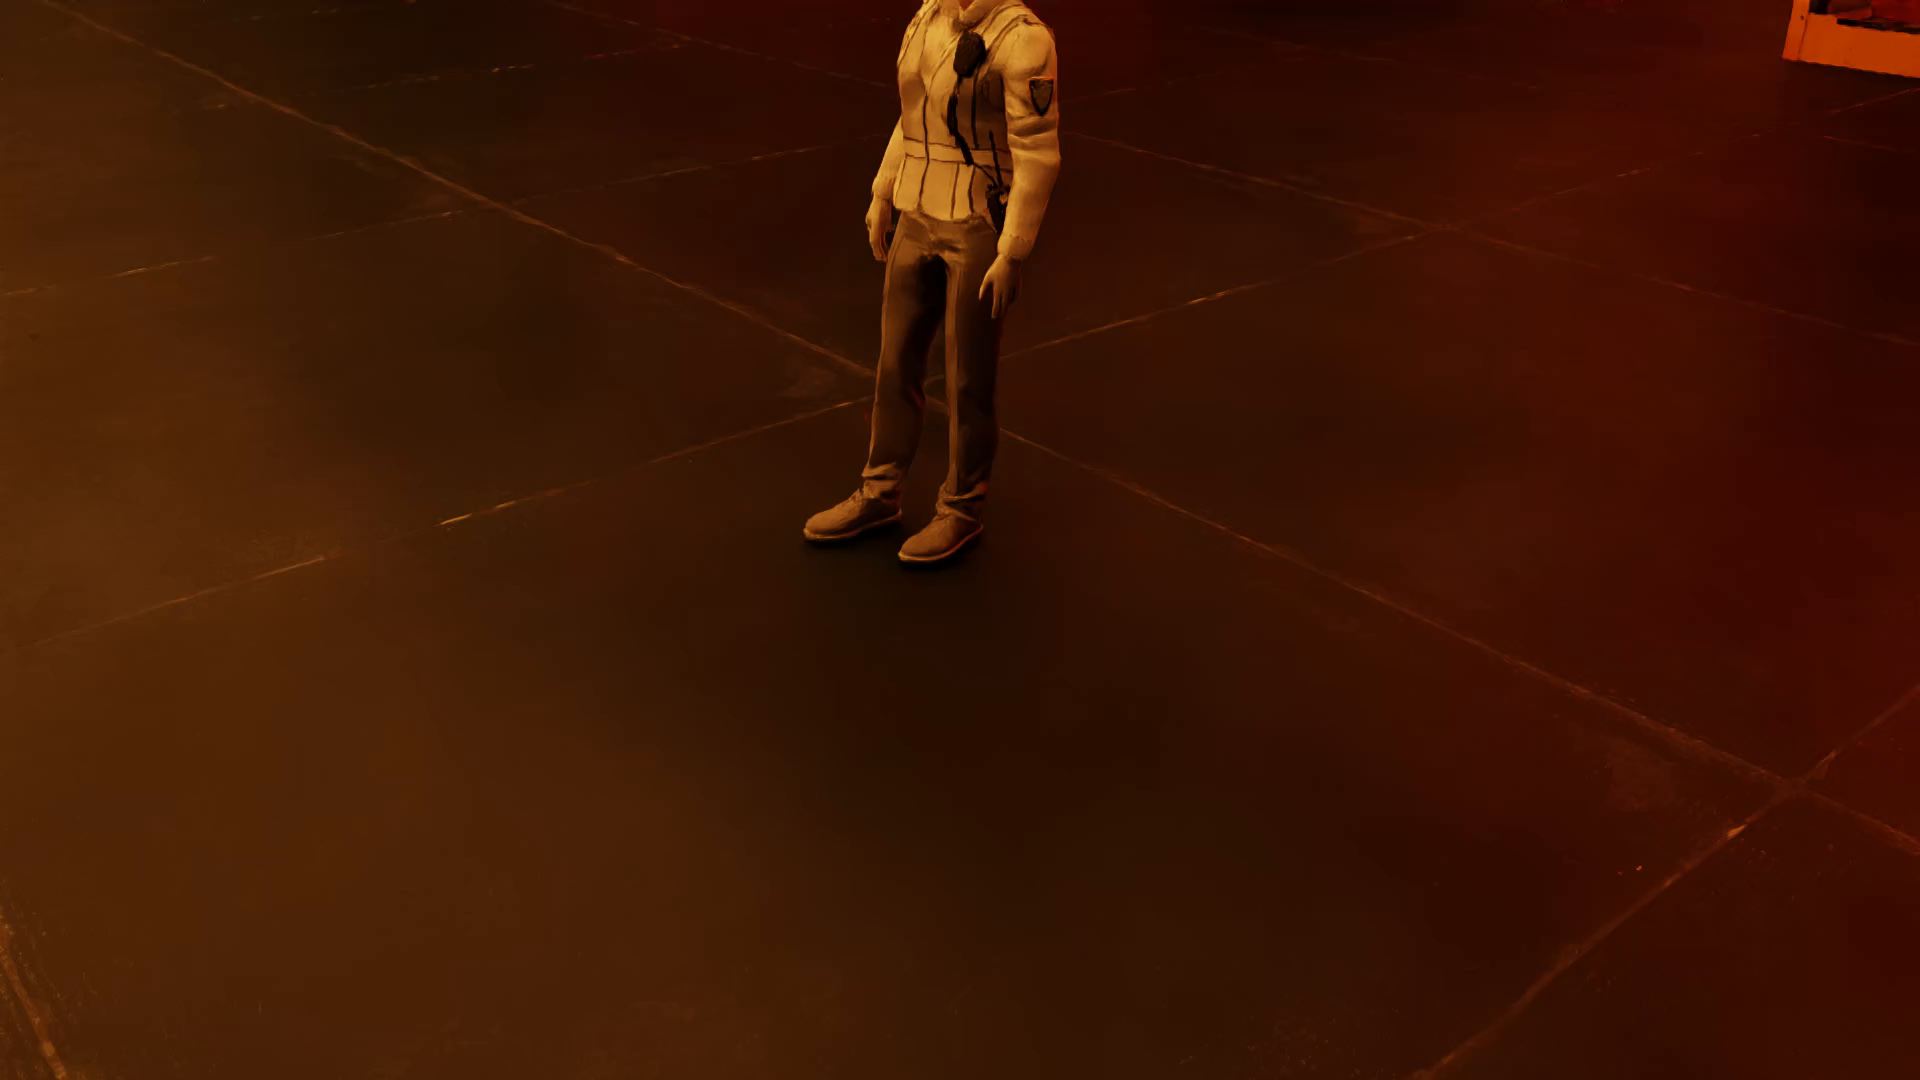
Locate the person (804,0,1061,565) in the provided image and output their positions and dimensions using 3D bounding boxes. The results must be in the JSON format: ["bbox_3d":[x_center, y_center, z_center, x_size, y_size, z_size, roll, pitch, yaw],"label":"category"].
[{"bbox_3d":[-0.056,-0.749,4.087,0.532,1.695,0.586,-20,33,-35],"label":"person"}]
